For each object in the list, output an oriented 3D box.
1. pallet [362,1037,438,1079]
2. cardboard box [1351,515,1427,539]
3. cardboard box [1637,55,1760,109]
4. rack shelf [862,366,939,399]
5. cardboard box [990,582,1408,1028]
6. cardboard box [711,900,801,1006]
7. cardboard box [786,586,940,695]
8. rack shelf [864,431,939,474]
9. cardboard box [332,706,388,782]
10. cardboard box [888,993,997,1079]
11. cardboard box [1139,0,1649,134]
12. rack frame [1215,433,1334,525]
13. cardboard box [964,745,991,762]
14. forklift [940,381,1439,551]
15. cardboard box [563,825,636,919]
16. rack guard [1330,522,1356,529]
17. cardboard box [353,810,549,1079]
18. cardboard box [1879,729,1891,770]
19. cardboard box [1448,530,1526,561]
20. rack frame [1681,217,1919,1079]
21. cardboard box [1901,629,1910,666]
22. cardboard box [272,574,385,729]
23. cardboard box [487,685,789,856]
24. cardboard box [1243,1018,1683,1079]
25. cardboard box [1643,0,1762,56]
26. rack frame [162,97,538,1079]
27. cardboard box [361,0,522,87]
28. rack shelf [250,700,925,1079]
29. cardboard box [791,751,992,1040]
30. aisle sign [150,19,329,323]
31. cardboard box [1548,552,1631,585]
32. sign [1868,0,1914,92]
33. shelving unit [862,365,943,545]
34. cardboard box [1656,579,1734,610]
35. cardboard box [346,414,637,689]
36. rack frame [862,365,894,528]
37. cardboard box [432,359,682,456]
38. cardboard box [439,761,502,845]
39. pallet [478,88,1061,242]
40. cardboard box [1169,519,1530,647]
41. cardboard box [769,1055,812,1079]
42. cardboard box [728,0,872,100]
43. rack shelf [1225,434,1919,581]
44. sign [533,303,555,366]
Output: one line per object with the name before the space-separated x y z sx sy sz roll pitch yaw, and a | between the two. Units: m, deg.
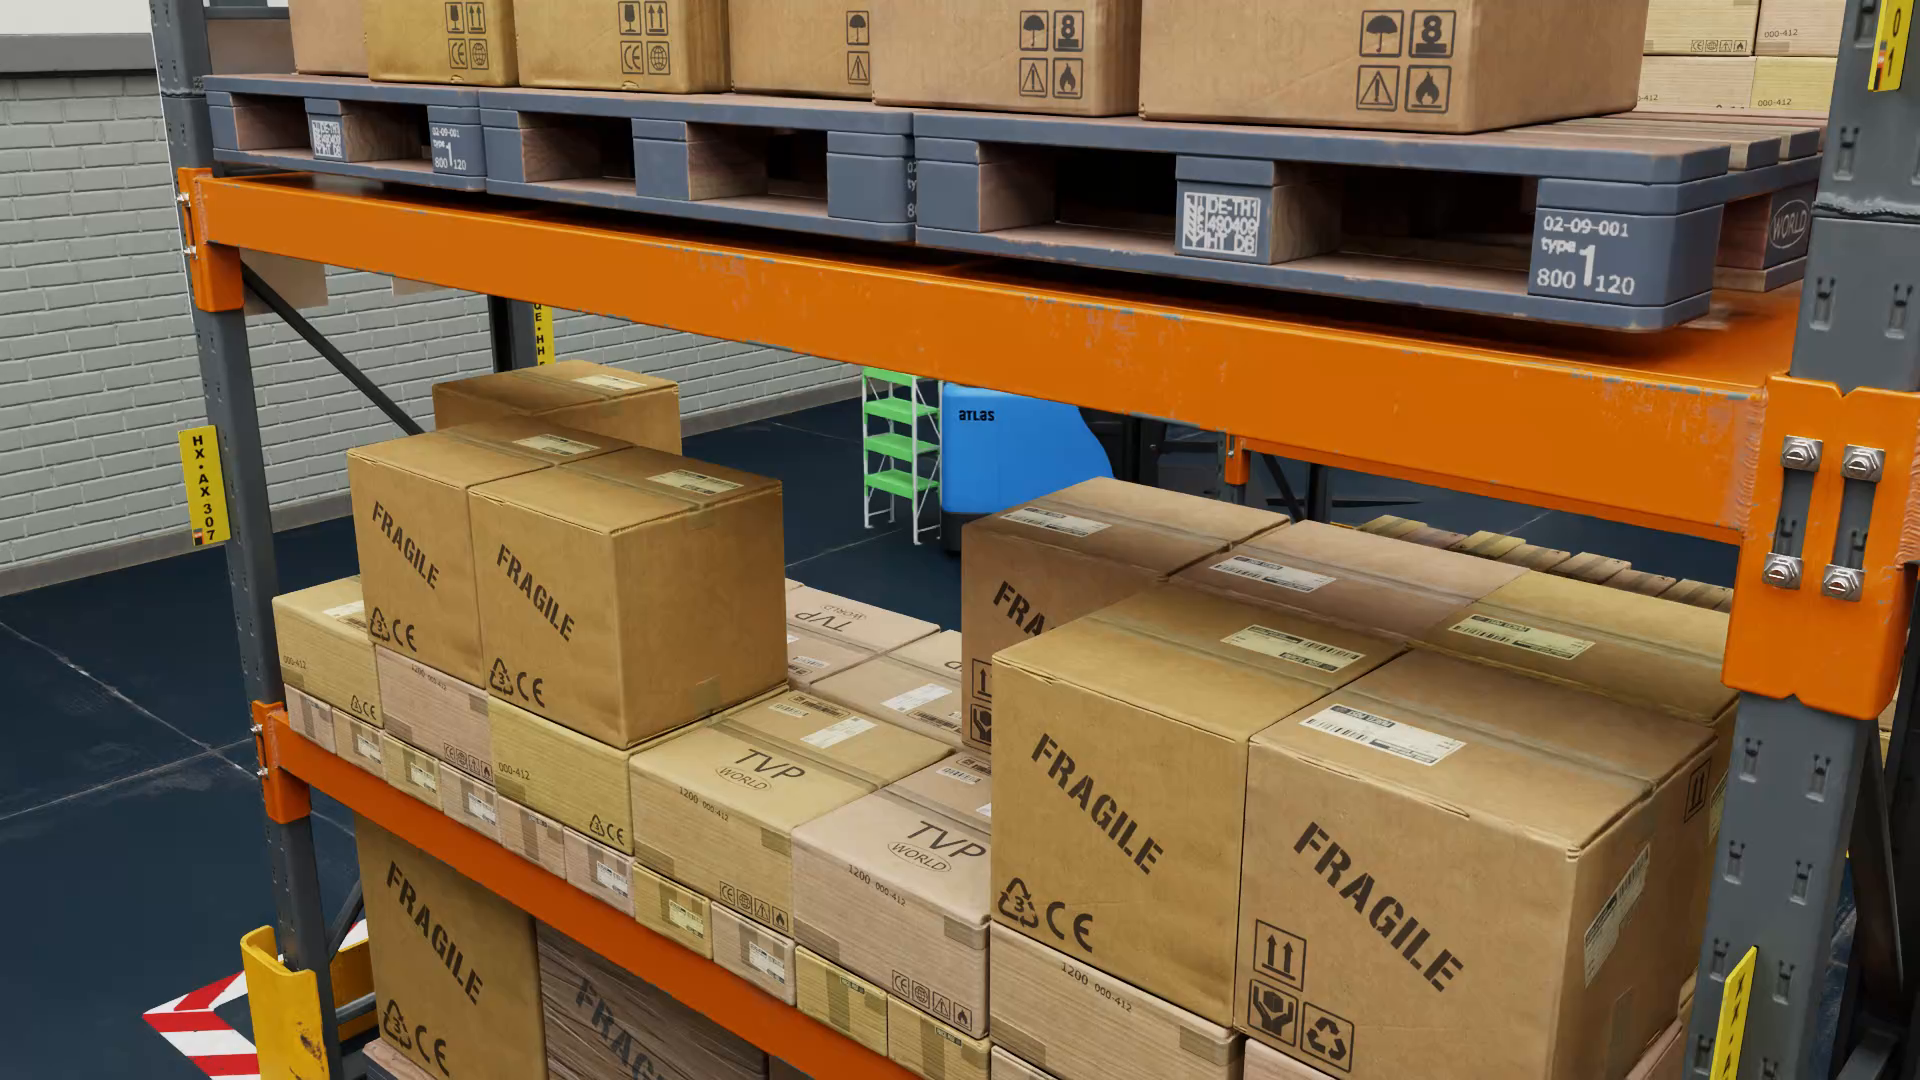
pallet | -1.047 1.650 5.063 1.213 0.211 1.003 15 23 39
cardboard box | 2.235 0.000 8.687 0.250 0.149 0.380 15 23 40
cardboard box | 3.000 -1.821 6.679 0.500 0.250 0.500 15 23 39
rack shelf | -0.364 -1.016 10.455 0.258 0.148 0.480 -15 23 -40
cardboard box | 0.401 0.420 2.845 0.500 0.500 0.500 15 23 40
cardboard box | -0.302 0.805 3.533 0.250 0.149 0.380 16 23 40
cardboard box | -0.399 0.349 4.309 0.500 0.250 0.500 14 22 37
rack shelf | -0.364 -0.559 10.600 0.258 0.148 0.480 -15 23 -40
cardboard box | -1.458 0.495 4.509 0.250 0.149 0.380 15 23 38
cardboard box | 0.079 0.907 3.209 0.250 0.149 0.380 16 23 40
cardboard box | 0.669 -0.887 2.466 0.500 0.500 0.700 13 22 36
rack frame | 1.671 -0.924 8.564 0.127 3.000 1.000 15 23 39
cardboard box | 0.357 0.554 3.665 0.500 0.250 0.500 16 23 41
forklift | 1.423 -1.384 10.129 3.031 2.935 1.130 1 18 5
cardboard box | -0.687 0.701 3.858 0.250 0.149 0.380 15 23 39
rack guard | 1.728 0.283 8.894 0.348 0.500 1.175 15 23 39
cardboard box | -1.165 1.101 5.002 0.875 0.875 0.875 15 23 39
cardboard box | 3.793 0.804 6.648 0.250 0.149 0.380 14 22 37
cardboard box | 2.663 0.087 8.414 0.250 0.149 0.380 14 23 38
rack frame | 1.295 0.981 2.561 0.127 3.000 1.000 15 23 39
cardboard box | 3.944 0.483 7.167 0.250 0.149 0.380 14 23 38
cardboard box | -1.517 0.265 4.573 0.500 0.250 0.500 14 23 38
cardboard box | -0.751 0.470 3.929 0.500 0.250 0.500 14 22 37
cardboard box | 0.790 0.882 2.631 0.500 0.250 0.500 14 23 38
cardboard box | 2.967 -2.063 6.617 0.500 0.250 0.500 14 22 37
rack frame | -1.697 0.178 5.092 0.127 3.000 1.000 15 23 39
cardboard box | -0.932 -1.315 3.811 0.500 0.500 0.700 14 22 37
rack shelf | -0.201 0.923 3.935 4.000 0.370 1.077 15 23 39
cardboard box | 0.020 0.676 3.279 0.500 0.250 0.500 16 23 40
aisle sign | -1.950 -1.008 4.530 0.004 0.787 0.394 15 23 39
cardboard box | 3.052 0.195 8.075 0.250 0.149 0.380 16 24 41
sign | 0.927 -0.607 1.620 0.005 0.325 0.100 15 23 39
shelving unit | -0.364 -0.620 10.581 0.258 1.200 0.503 -15 23 -40
cardboard box | 3.390 0.319 7.683 0.250 0.149 0.380 15 23 40
cardboard box | -1.143 0.008 4.143 0.500 0.500 0.500 14 23 38
rack frame | -0.528 -0.674 10.753 0.240 1.200 0.015 -15 23 -40
cardboard box | -1.158 -0.211 4.835 0.500 0.500 0.500 15 23 40
cardboard box | -1.070 0.598 4.183 0.250 0.149 0.380 15 23 38
pallet | -0.219 -0.818 3.418 1.213 0.211 1.003 15 23 39
cardboard box | 0.743 0.299 3.228 0.500 0.500 0.500 15 23 39
cardboard box | 0.181 1.462 3.863 0.875 0.875 0.875 15 23 39
cardboard box | -0.027 -1.134 3.241 0.500 0.500 0.700 16 24 42
rack shelf | 3.167 -0.179 7.407 4.000 0.370 1.077 15 23 39
sign | -1.327 -0.607 5.259 0.005 0.325 0.100 15 23 39
